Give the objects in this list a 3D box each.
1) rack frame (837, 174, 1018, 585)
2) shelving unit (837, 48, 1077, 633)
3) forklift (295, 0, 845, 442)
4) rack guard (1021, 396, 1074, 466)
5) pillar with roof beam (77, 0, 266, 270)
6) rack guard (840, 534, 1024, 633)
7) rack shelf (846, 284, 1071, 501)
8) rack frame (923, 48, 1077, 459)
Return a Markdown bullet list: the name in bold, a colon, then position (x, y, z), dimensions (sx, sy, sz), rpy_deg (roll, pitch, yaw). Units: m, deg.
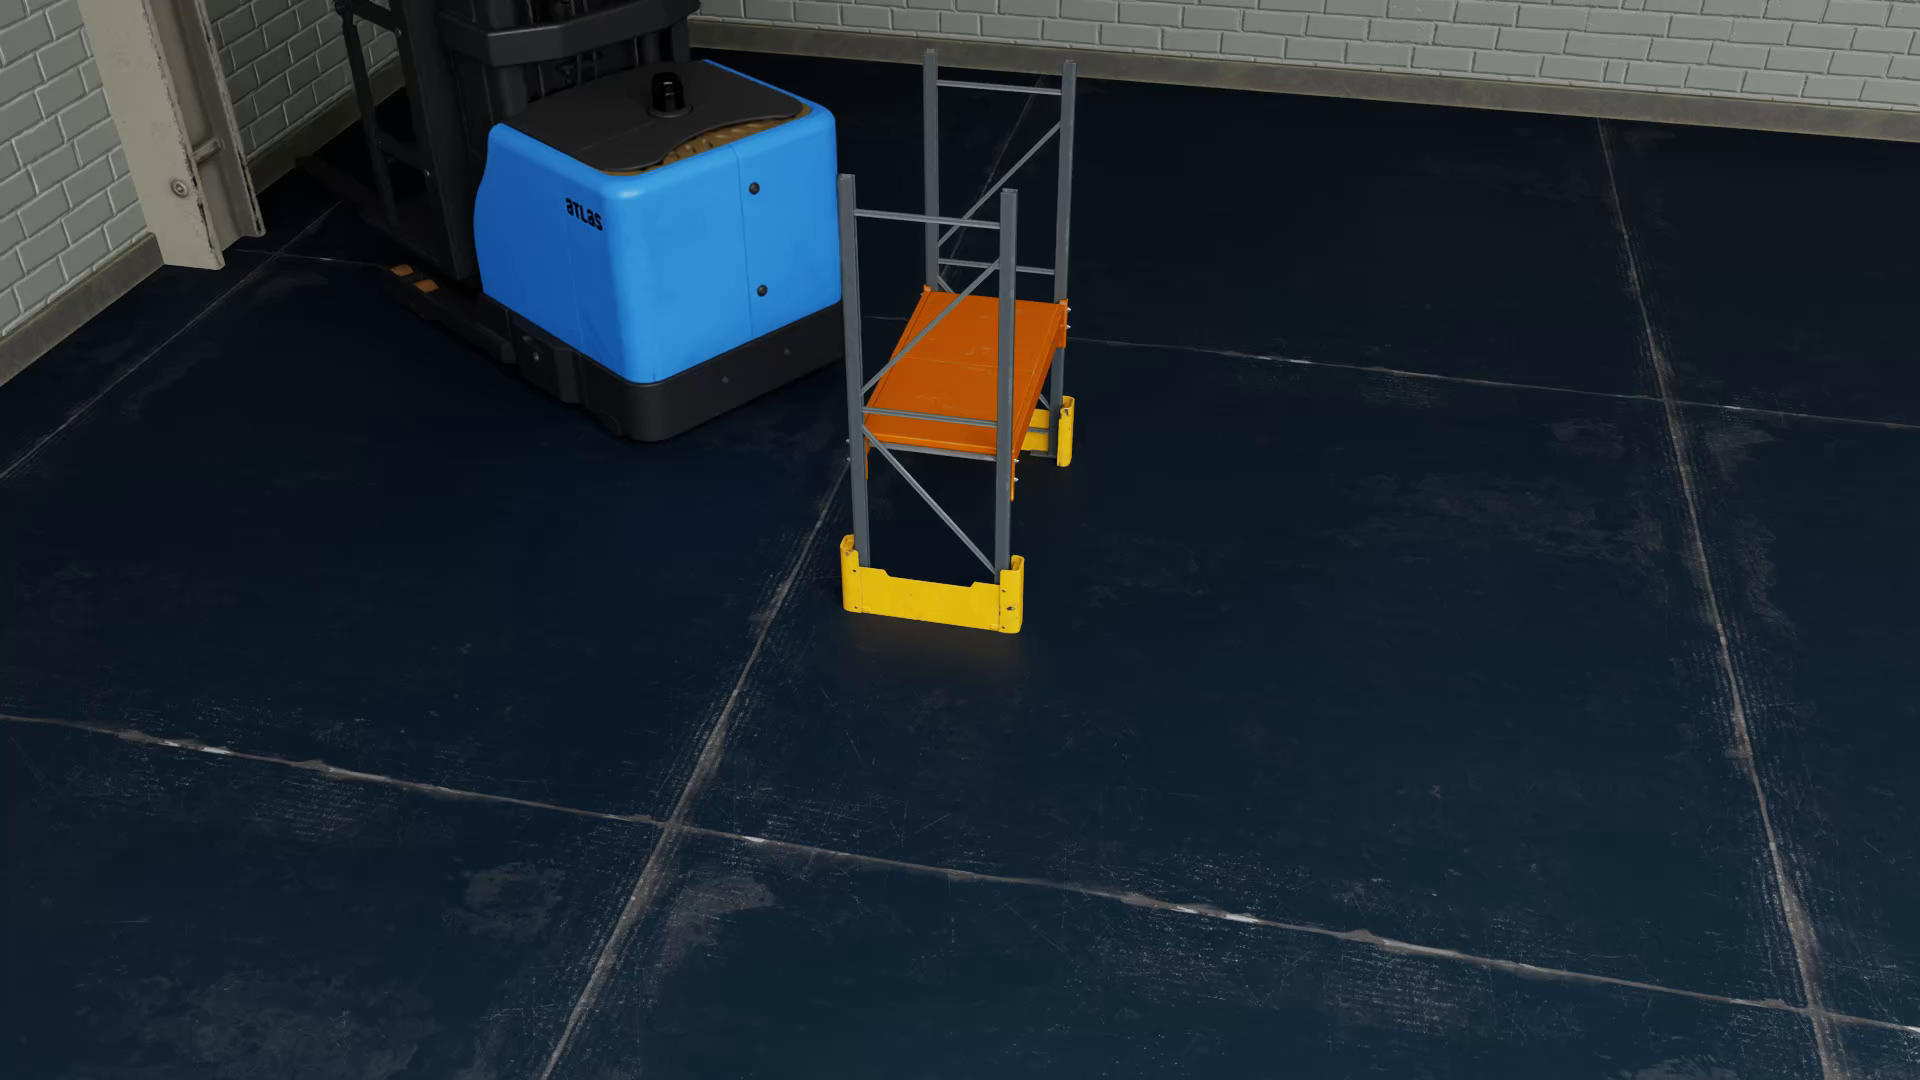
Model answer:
- **rack frame**: position (-0.090, -0.365, 4.975), dimensions (0.500, 1.500, 0.032), rpy_deg (7, 37, 10)
- **shelving unit**: position (0.016, -0.651, 5.370), dimensions (0.587, 1.500, 1.083), rpy_deg (7, 37, 10)
- **forklift**: position (-1.838, -2.311, 6.442), dimensions (1.130, 2.935, 3.031), rpy_deg (-30, 46, -35)
- **rack guard**: position (0.123, -0.430, 6.131), dimensions (0.587, 0.250, 0.087), rpy_deg (7, 37, 10)
- **pillar with roof beam**: position (0.795, -4.441, 4.209), dimensions (9.100, 9.000, 0.400), rpy_deg (7, 37, 10)
- **rack guard**: position (-0.090, 0.141, 5.343), dimensions (0.587, 0.250, 0.087), rpy_deg (7, 37, 10)
- **rack shelf**: position (0.018, -0.511, 5.483), dimensions (0.538, 0.185, 1.000), rpy_deg (7, 37, 10)
- **rack frame**: position (0.127, -0.948, 5.779), dimensions (0.500, 1.500, 0.032), rpy_deg (7, 37, 10)
